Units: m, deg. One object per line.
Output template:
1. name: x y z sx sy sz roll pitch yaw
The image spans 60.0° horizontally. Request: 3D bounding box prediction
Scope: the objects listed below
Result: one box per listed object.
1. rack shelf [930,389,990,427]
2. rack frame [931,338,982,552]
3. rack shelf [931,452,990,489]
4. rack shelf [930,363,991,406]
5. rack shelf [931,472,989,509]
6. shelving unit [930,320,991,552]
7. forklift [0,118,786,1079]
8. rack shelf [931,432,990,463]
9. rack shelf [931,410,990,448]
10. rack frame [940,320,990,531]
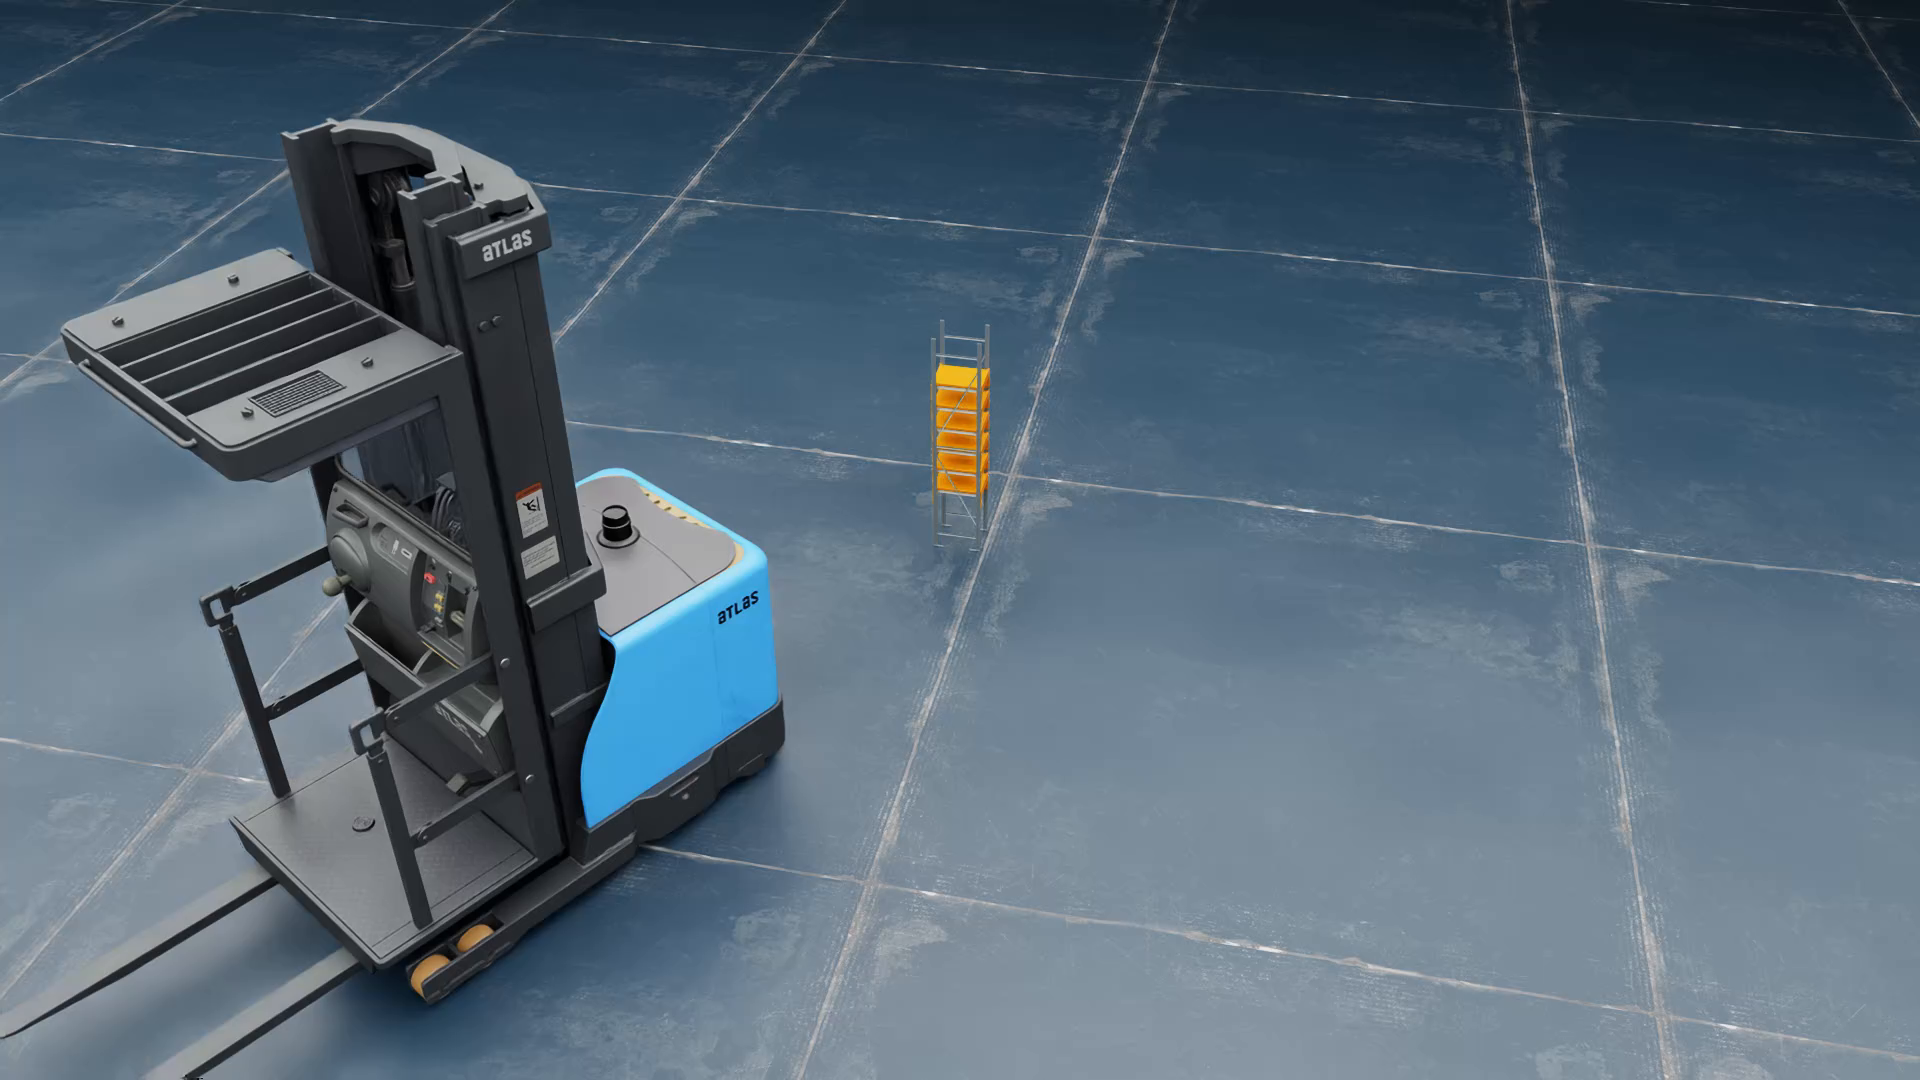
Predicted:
1. rack shelf: 0.003 -0.652 8.065 0.258 0.103 0.180 7 37 10
2. rack frame: -0.016 -0.442 8.107 0.240 1.200 0.006 7 37 10
3. rack shelf: 0.003 -0.361 8.276 0.258 0.103 0.180 7 37 10
4. rack shelf: 0.003 -0.750 7.994 0.258 0.103 0.180 7 37 10
5. rack shelf: 0.003 -0.264 8.346 0.258 0.103 0.180 7 37 10
6. shelving unit: 0.003 -0.494 8.179 0.258 1.200 0.189 7 37 10
7. forklift: -2.120 0.178 5.777 1.130 2.935 3.031 28 44 33
8. rack shelf: 0.003 -0.458 8.206 0.258 0.103 0.180 7 37 10
9. rack shelf: 0.003 -0.555 8.135 0.258 0.103 0.180 7 37 10
10. rack frame: 0.023 -0.547 8.252 0.240 1.200 0.006 7 37 10
